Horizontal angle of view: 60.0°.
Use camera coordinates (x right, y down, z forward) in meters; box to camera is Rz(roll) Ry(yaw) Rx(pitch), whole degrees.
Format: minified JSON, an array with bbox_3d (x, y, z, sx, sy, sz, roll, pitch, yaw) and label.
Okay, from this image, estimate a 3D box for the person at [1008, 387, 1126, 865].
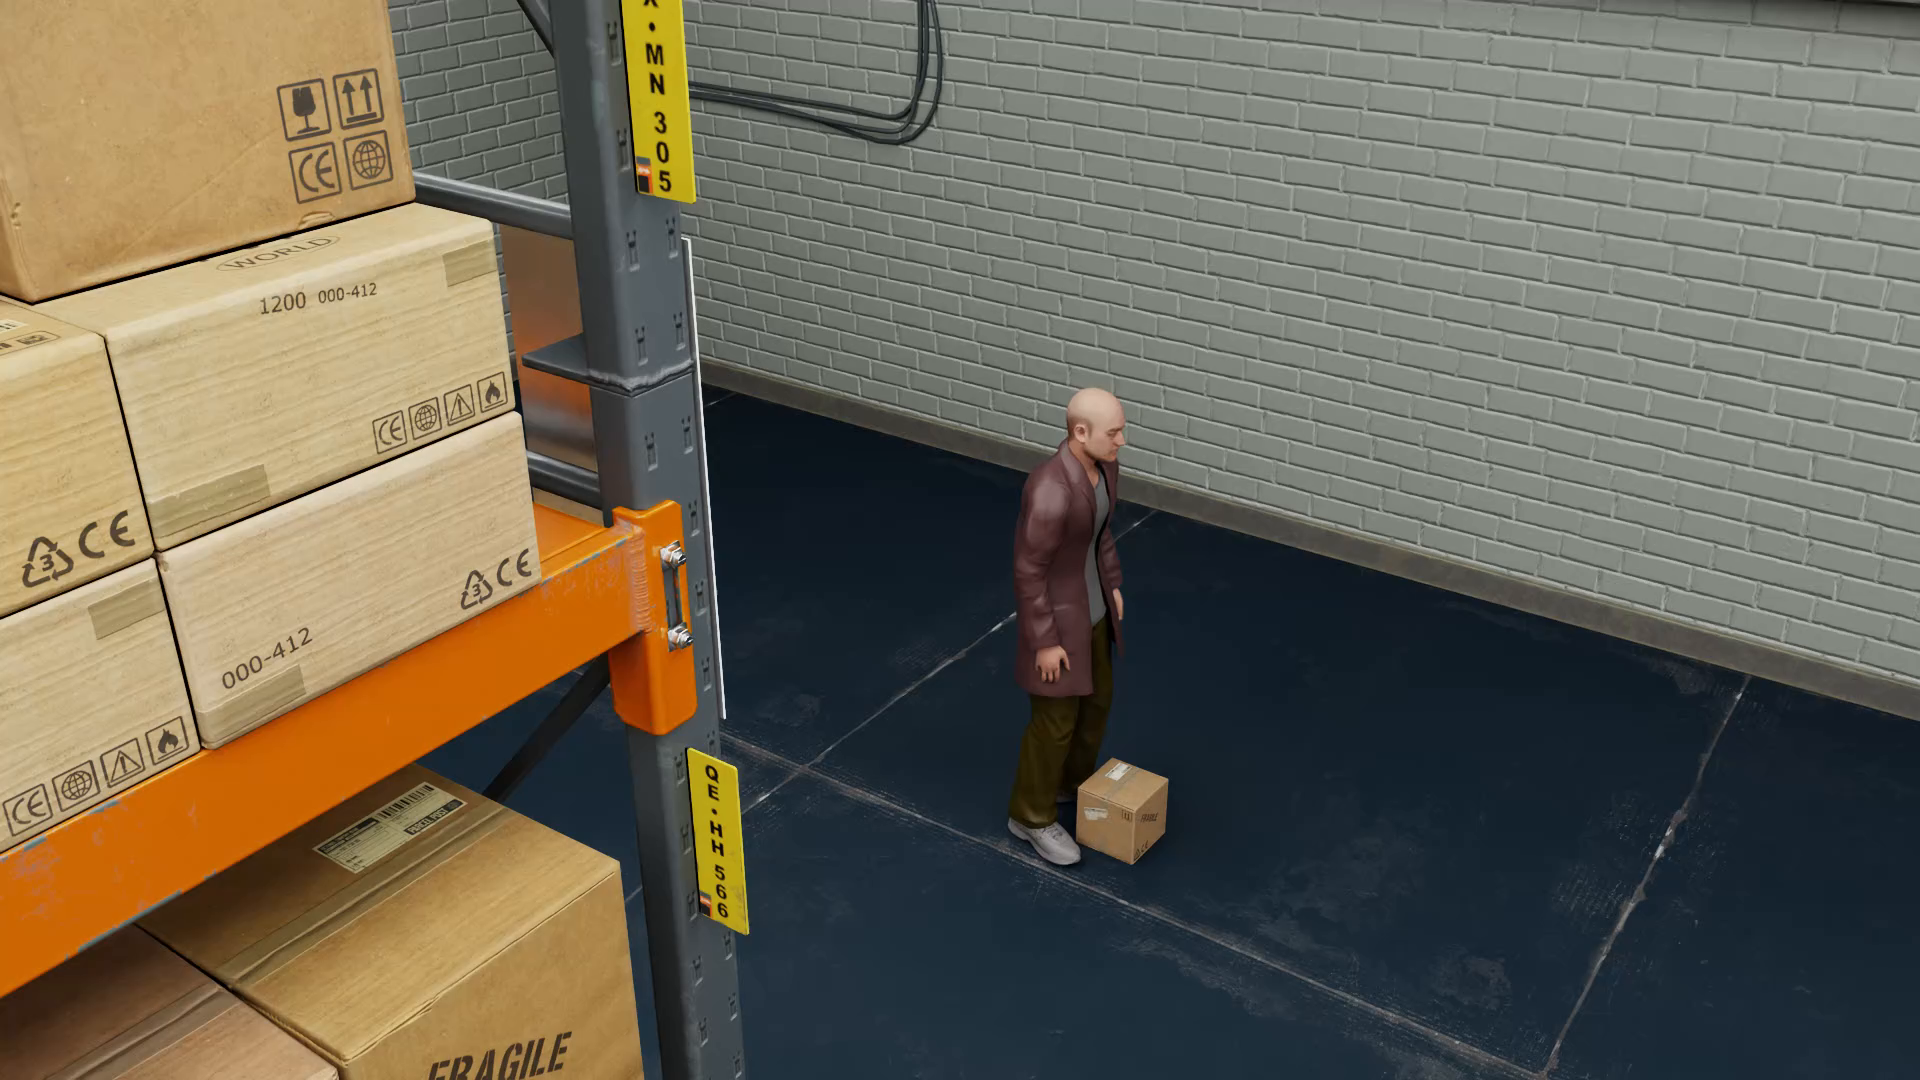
[{"bbox_3d":[0.414,0.277,6.078,0.422,1.774,0.653,15,30,28],"label":"person"}]
